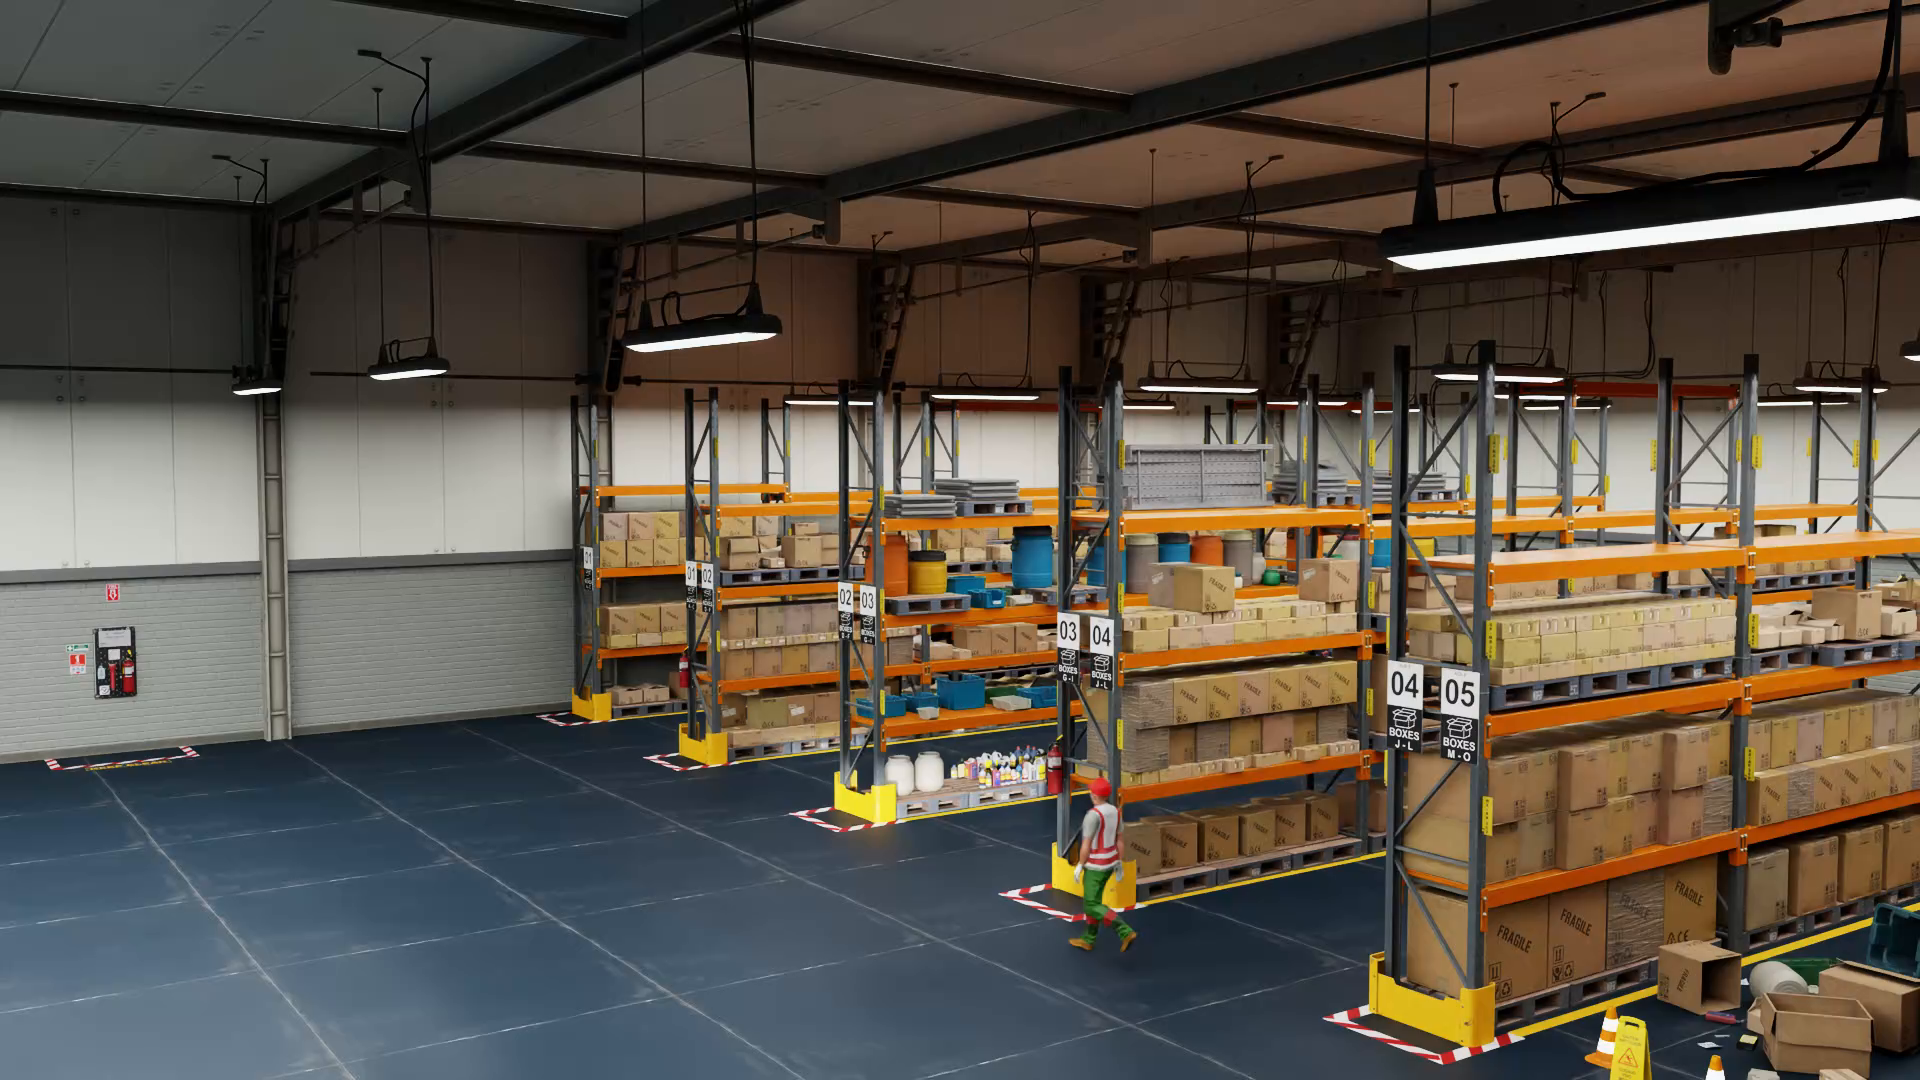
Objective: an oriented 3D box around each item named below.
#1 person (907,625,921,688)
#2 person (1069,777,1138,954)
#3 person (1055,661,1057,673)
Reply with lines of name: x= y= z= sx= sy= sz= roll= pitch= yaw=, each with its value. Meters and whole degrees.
person: x=-0.812 y=2.391 z=31.322 sx=0.456 sy=1.767 sz=0.661 roll=3 pitch=5 yaw=42
person: x=1.433 y=3.271 z=16.649 sx=0.859 sy=1.779 sz=0.520 roll=2 pitch=4 yaw=31
person: x=2.138 y=2.314 z=33.246 sx=0.461 sy=1.836 sz=0.614 roll=0 pitch=3 yaw=7
